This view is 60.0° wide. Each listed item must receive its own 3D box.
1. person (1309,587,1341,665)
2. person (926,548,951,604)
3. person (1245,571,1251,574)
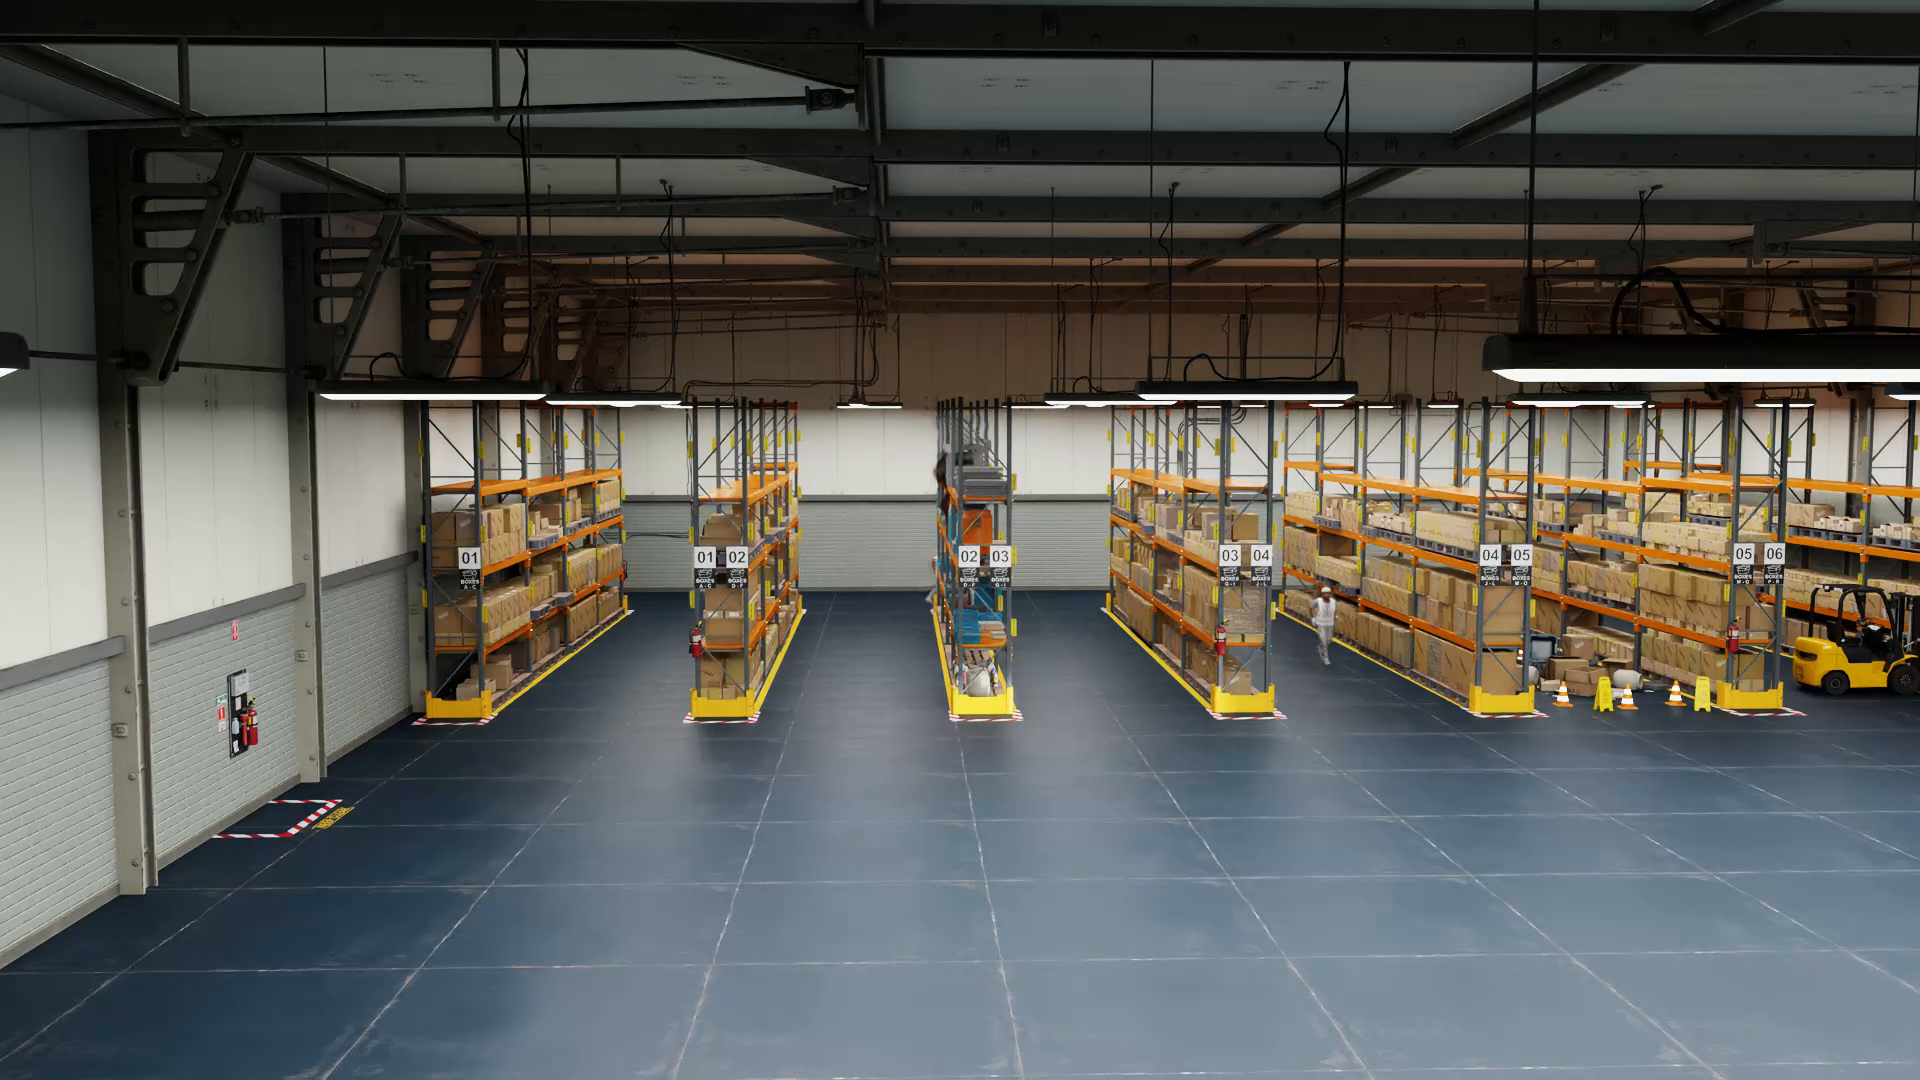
[{"bbox_3d":[8.279,1.927,37.867,0.661,1.757,0.889,-1,4,-7],"label":"person"},{"bbox_3d":[-0.551,1.069,49.090,0.918,1.716,0.684,1,4,7],"label":"person"},{"bbox_3d":[8.146,1.197,47.559,0.730,1.718,0.554,1,5,17],"label":"person"}]
